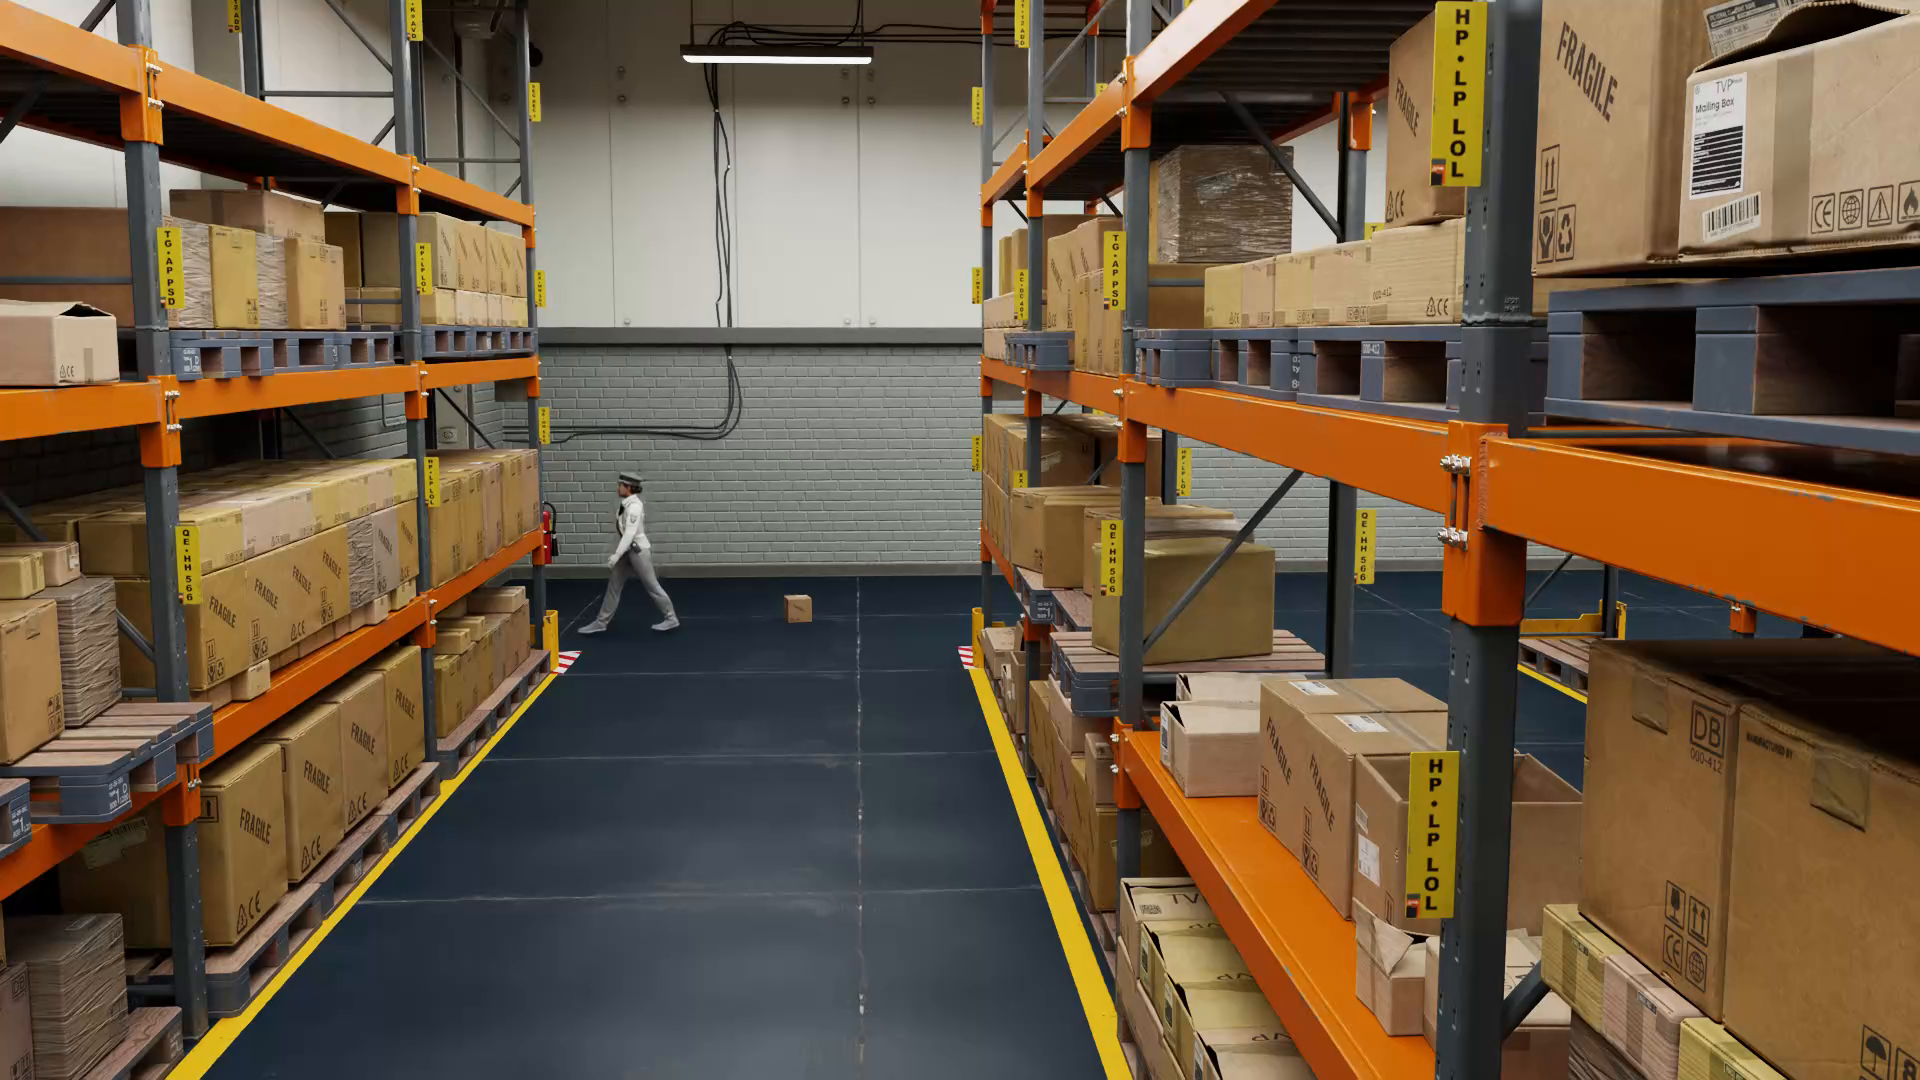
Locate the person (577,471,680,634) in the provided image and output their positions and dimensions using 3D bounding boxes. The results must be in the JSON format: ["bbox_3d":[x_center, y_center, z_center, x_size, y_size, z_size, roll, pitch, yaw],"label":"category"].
[{"bbox_3d":[-3.327,0.121,16.617,0.995,1.623,0.513,-3,8,-23],"label":"person"}]
